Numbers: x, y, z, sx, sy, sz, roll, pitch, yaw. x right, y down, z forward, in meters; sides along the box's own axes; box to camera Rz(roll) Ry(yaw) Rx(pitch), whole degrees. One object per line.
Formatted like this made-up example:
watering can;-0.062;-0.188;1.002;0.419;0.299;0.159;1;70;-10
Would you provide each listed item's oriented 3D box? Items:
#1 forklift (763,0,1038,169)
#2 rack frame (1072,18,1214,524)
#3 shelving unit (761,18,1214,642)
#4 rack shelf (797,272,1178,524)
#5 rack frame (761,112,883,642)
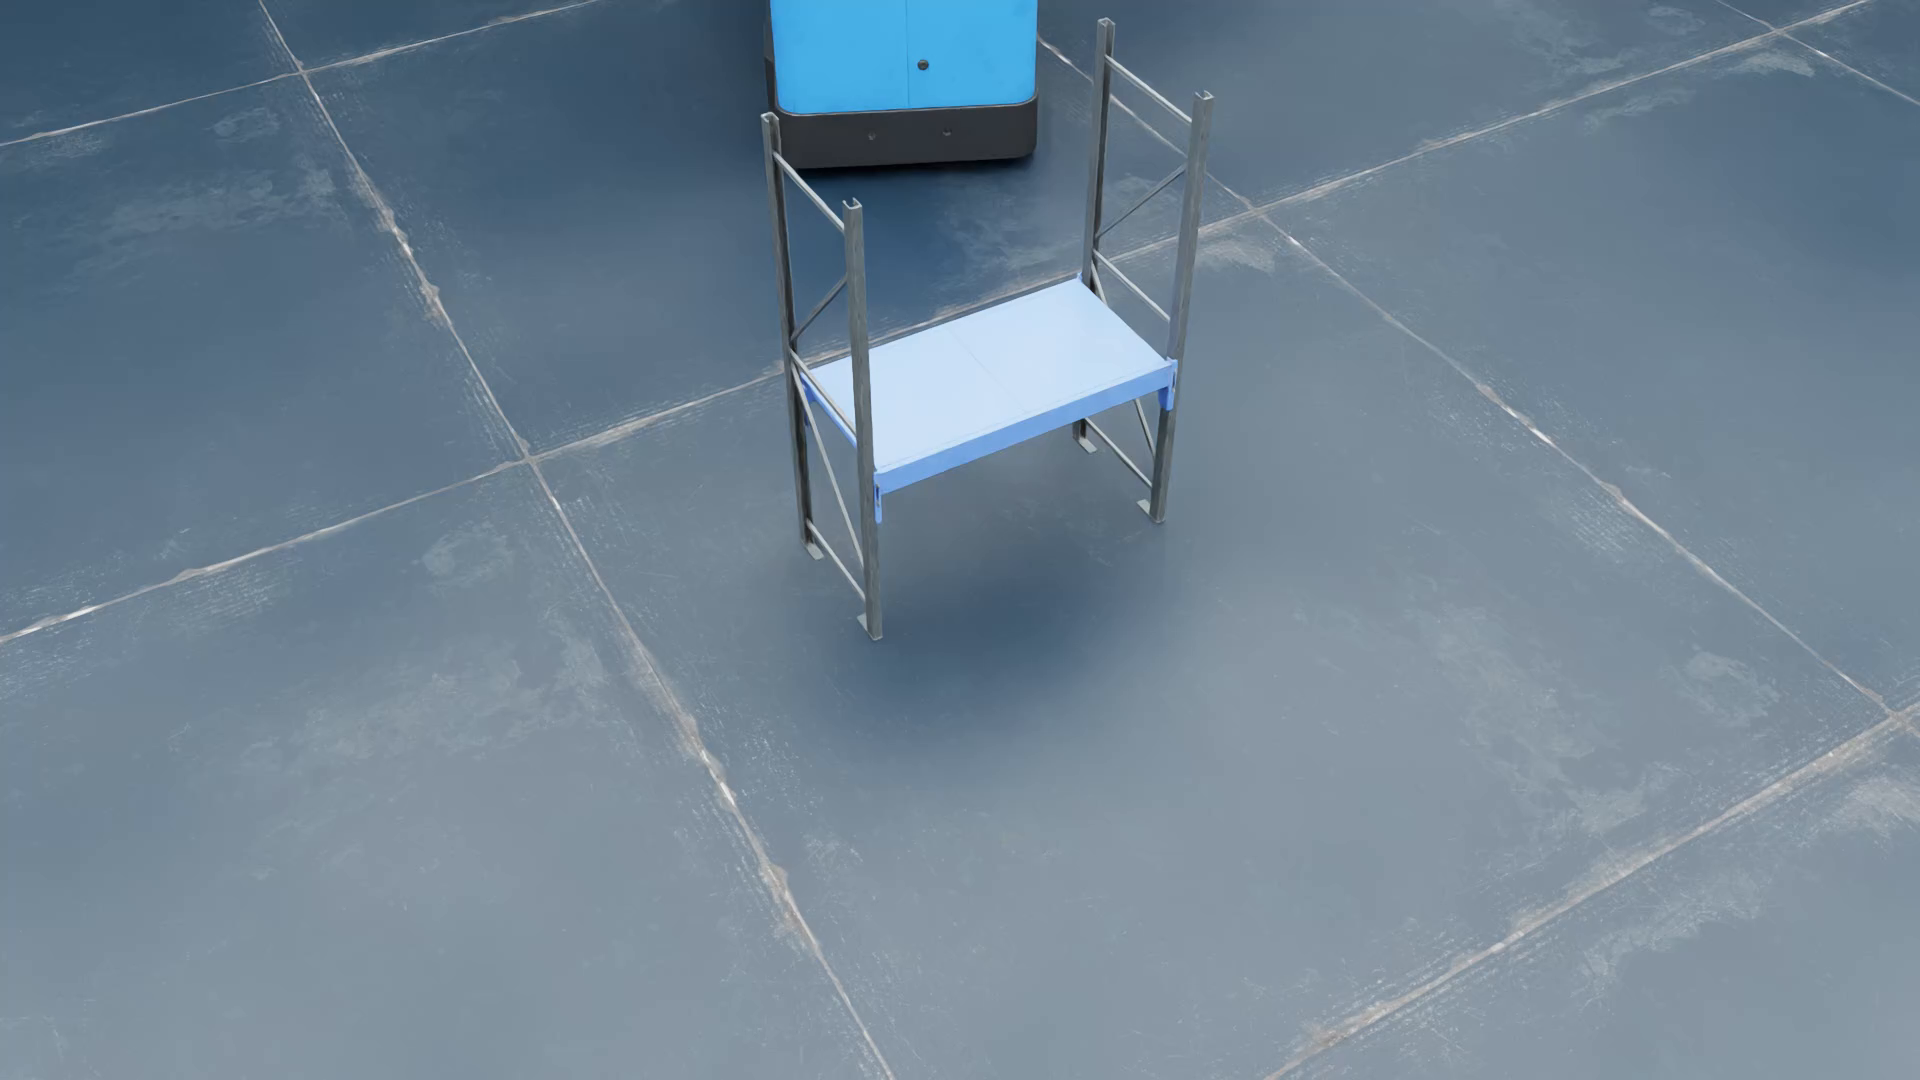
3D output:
forklift;-0.343;-3.569;6.823;1.130;2.935;3.031;-4;44;-4
rack frame;0.515;-0.744;4.940;0.032;1.500;0.500;-22;48;-21
shelving unit;0.074;-0.568;4.758;1.048;1.500;0.538;-22;48;-21
rack shelf;0.074;-0.439;4.883;1.000;0.185;0.538;-22;48;-21
rack frame;-0.367;-0.391;4.576;0.032;1.500;0.500;-22;48;-21
